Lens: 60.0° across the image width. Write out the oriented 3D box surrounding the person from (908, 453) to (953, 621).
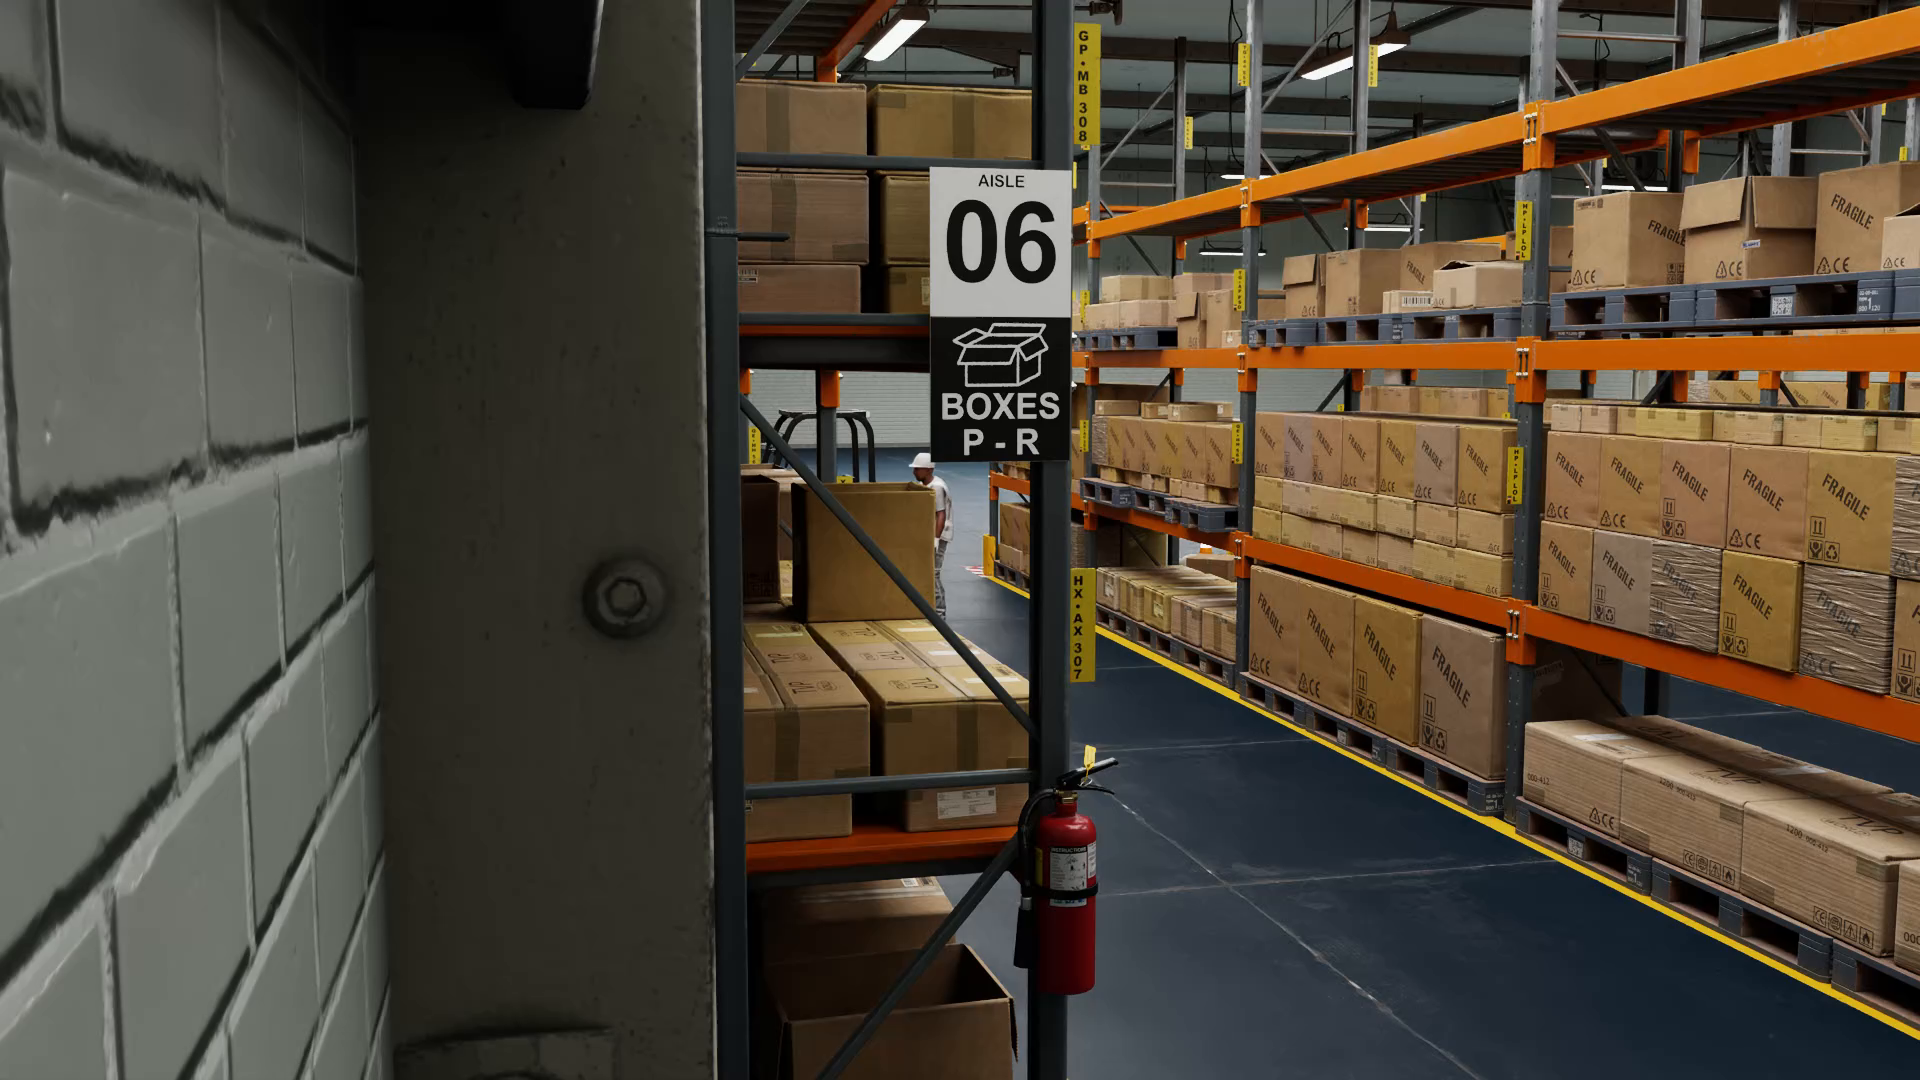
[{"bbox_3d":[-0.312,-0.008,17.060,0.449,1.775,0.633,-2,6,-16],"label":"person"}]
